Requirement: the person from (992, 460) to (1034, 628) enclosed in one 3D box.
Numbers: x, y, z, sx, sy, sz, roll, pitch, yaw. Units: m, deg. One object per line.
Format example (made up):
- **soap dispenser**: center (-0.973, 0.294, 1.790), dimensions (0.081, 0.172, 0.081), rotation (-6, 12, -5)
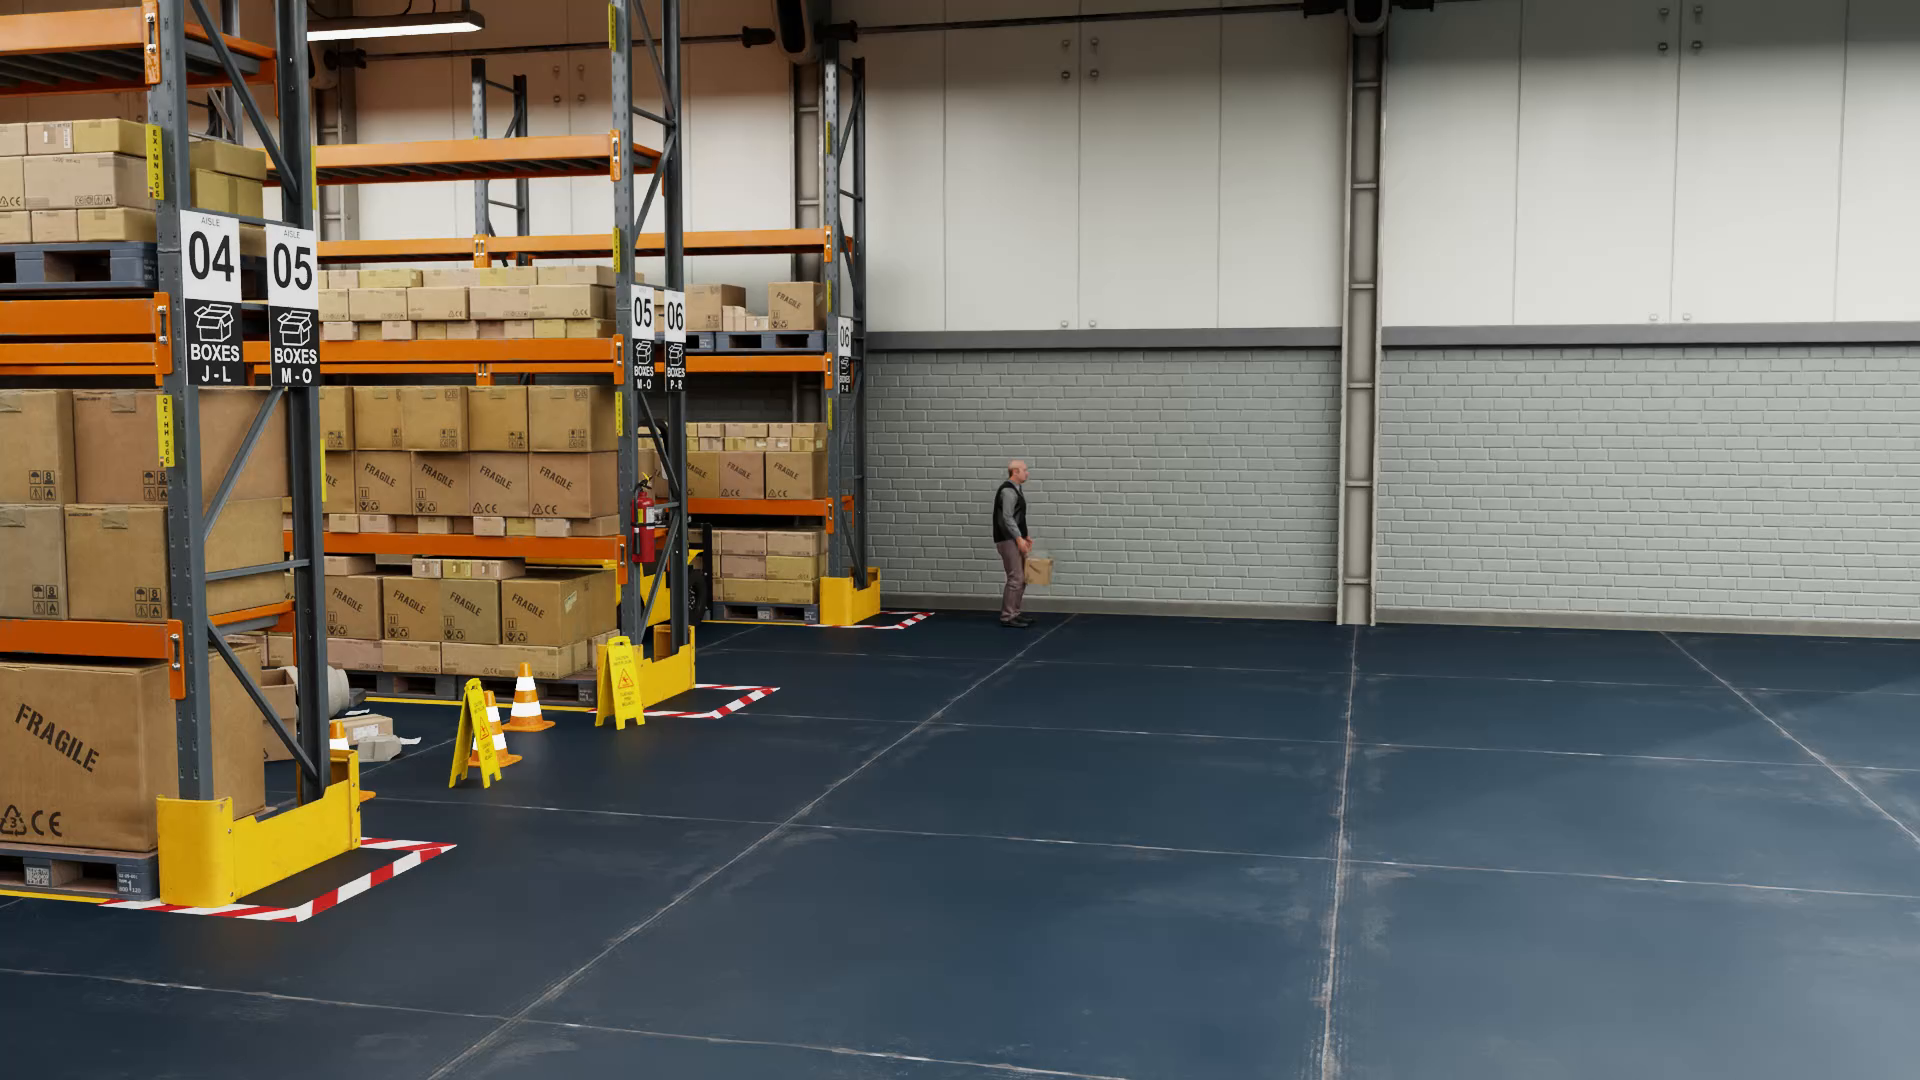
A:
- **person**: center (0.548, 0.076, 17.316), dimensions (0.419, 1.626, 0.558), rotation (1, 5, 12)
